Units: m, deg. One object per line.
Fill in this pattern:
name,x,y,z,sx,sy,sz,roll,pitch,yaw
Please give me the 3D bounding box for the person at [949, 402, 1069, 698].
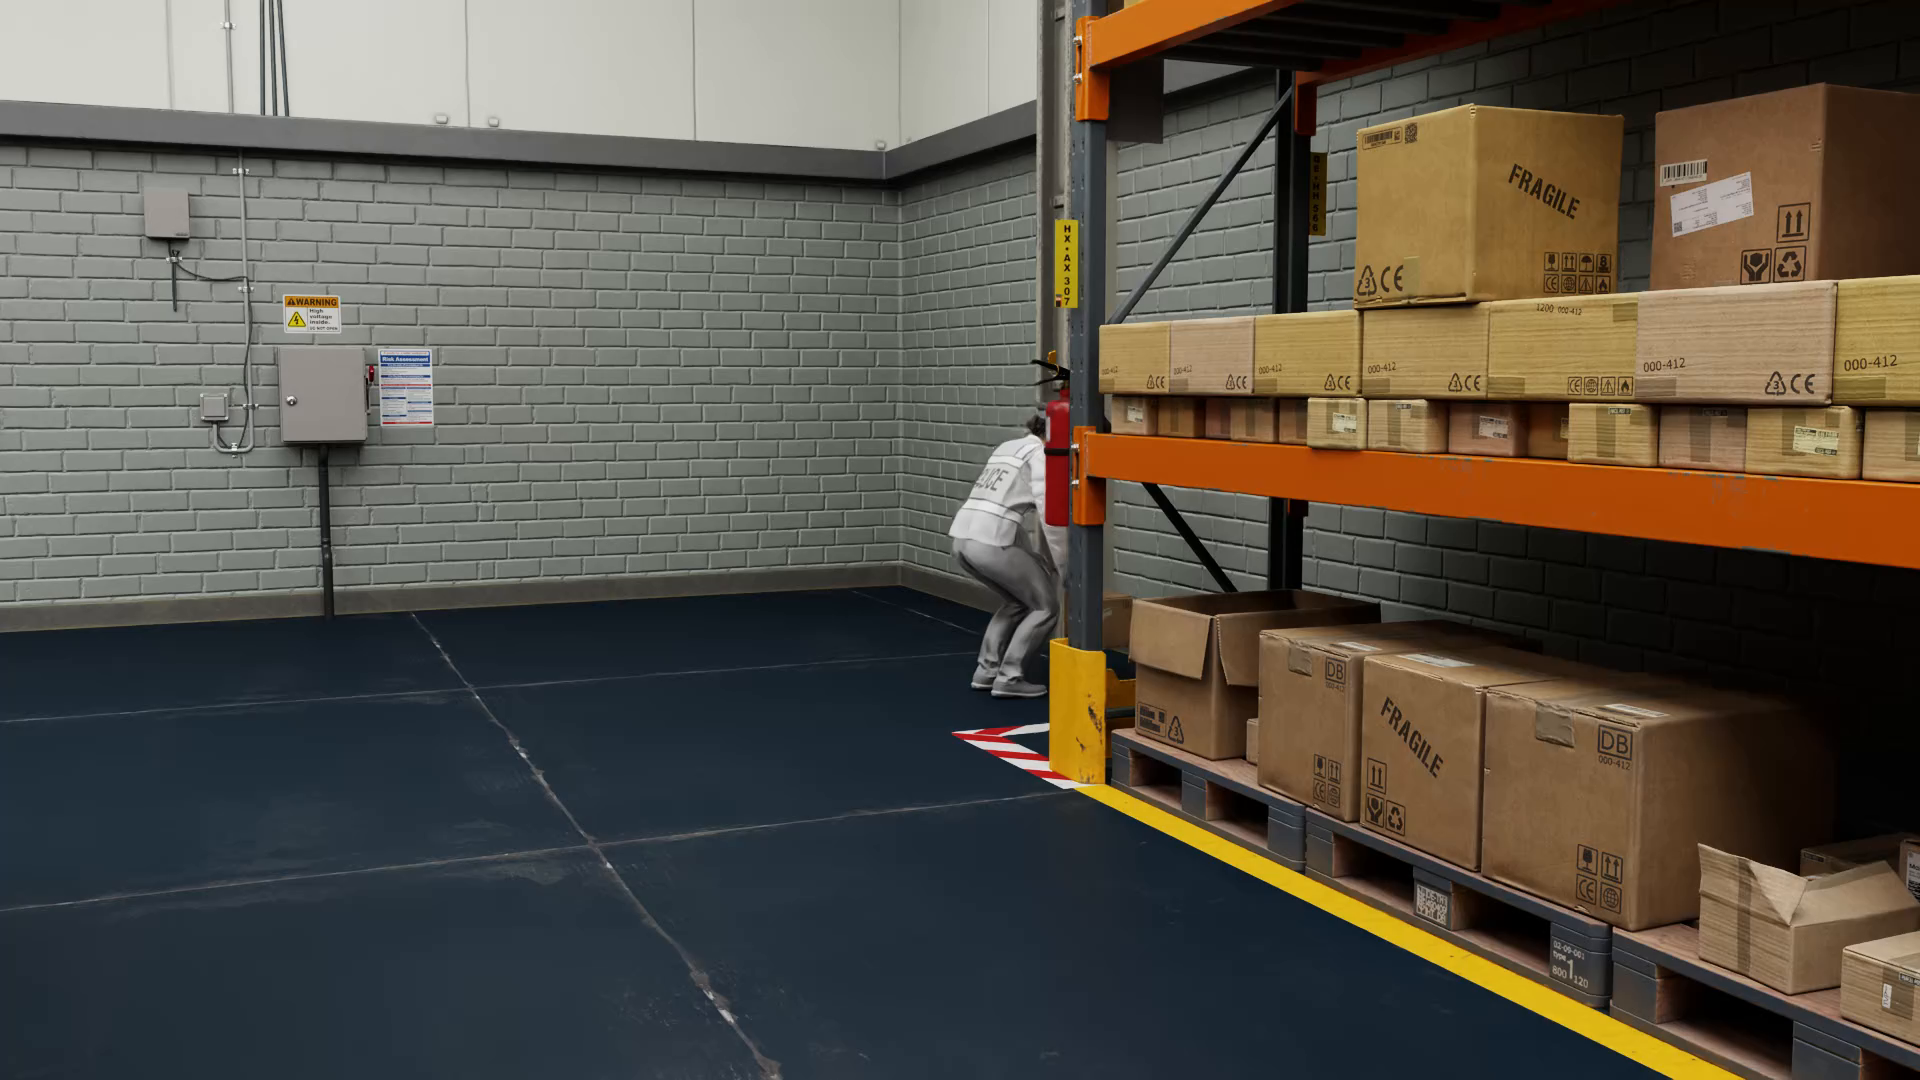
person,0.280,0.038,8.013,0.691,1.404,0.535,-2,6,-23
